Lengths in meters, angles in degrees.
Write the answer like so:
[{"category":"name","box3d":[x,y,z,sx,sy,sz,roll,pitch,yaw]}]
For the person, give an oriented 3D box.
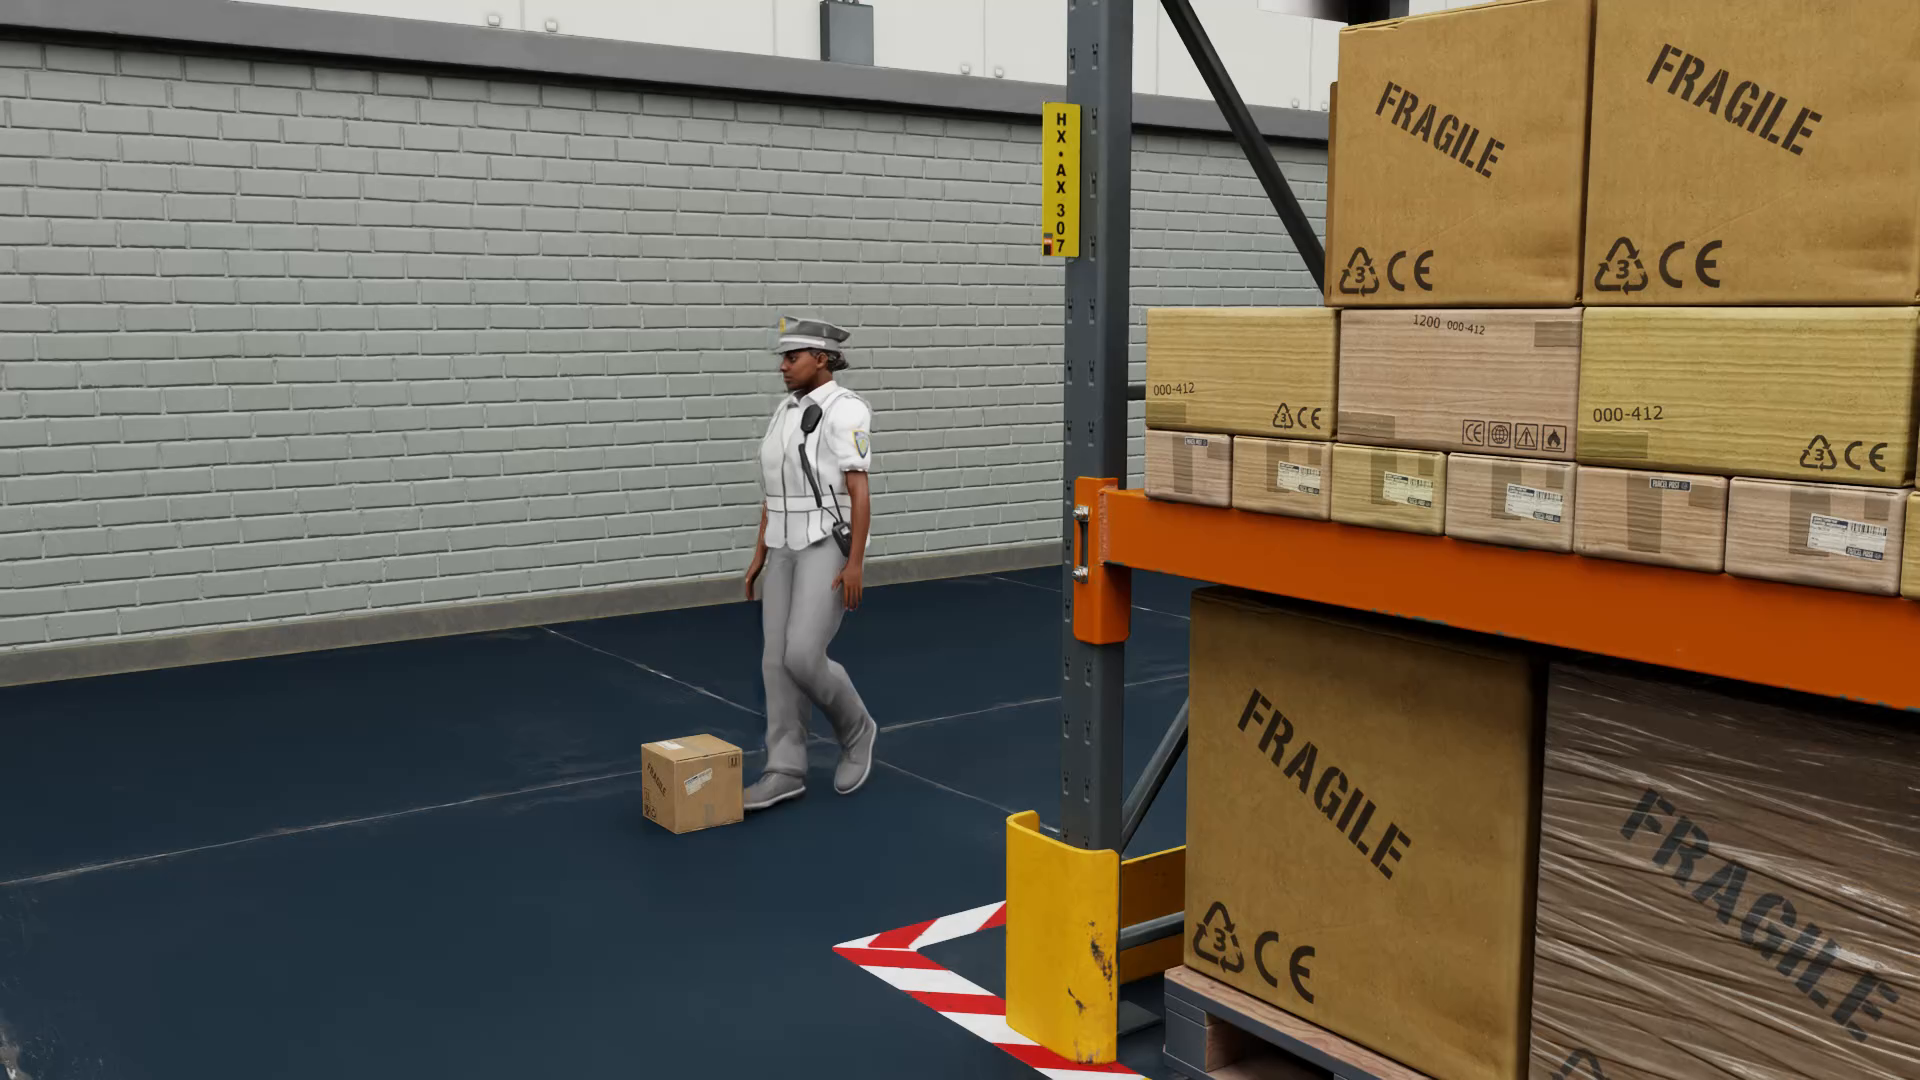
[{"category":"person","box3d":[-0.561,0.072,5.690,0.526,1.669,0.516,-8,11,-44]}]
